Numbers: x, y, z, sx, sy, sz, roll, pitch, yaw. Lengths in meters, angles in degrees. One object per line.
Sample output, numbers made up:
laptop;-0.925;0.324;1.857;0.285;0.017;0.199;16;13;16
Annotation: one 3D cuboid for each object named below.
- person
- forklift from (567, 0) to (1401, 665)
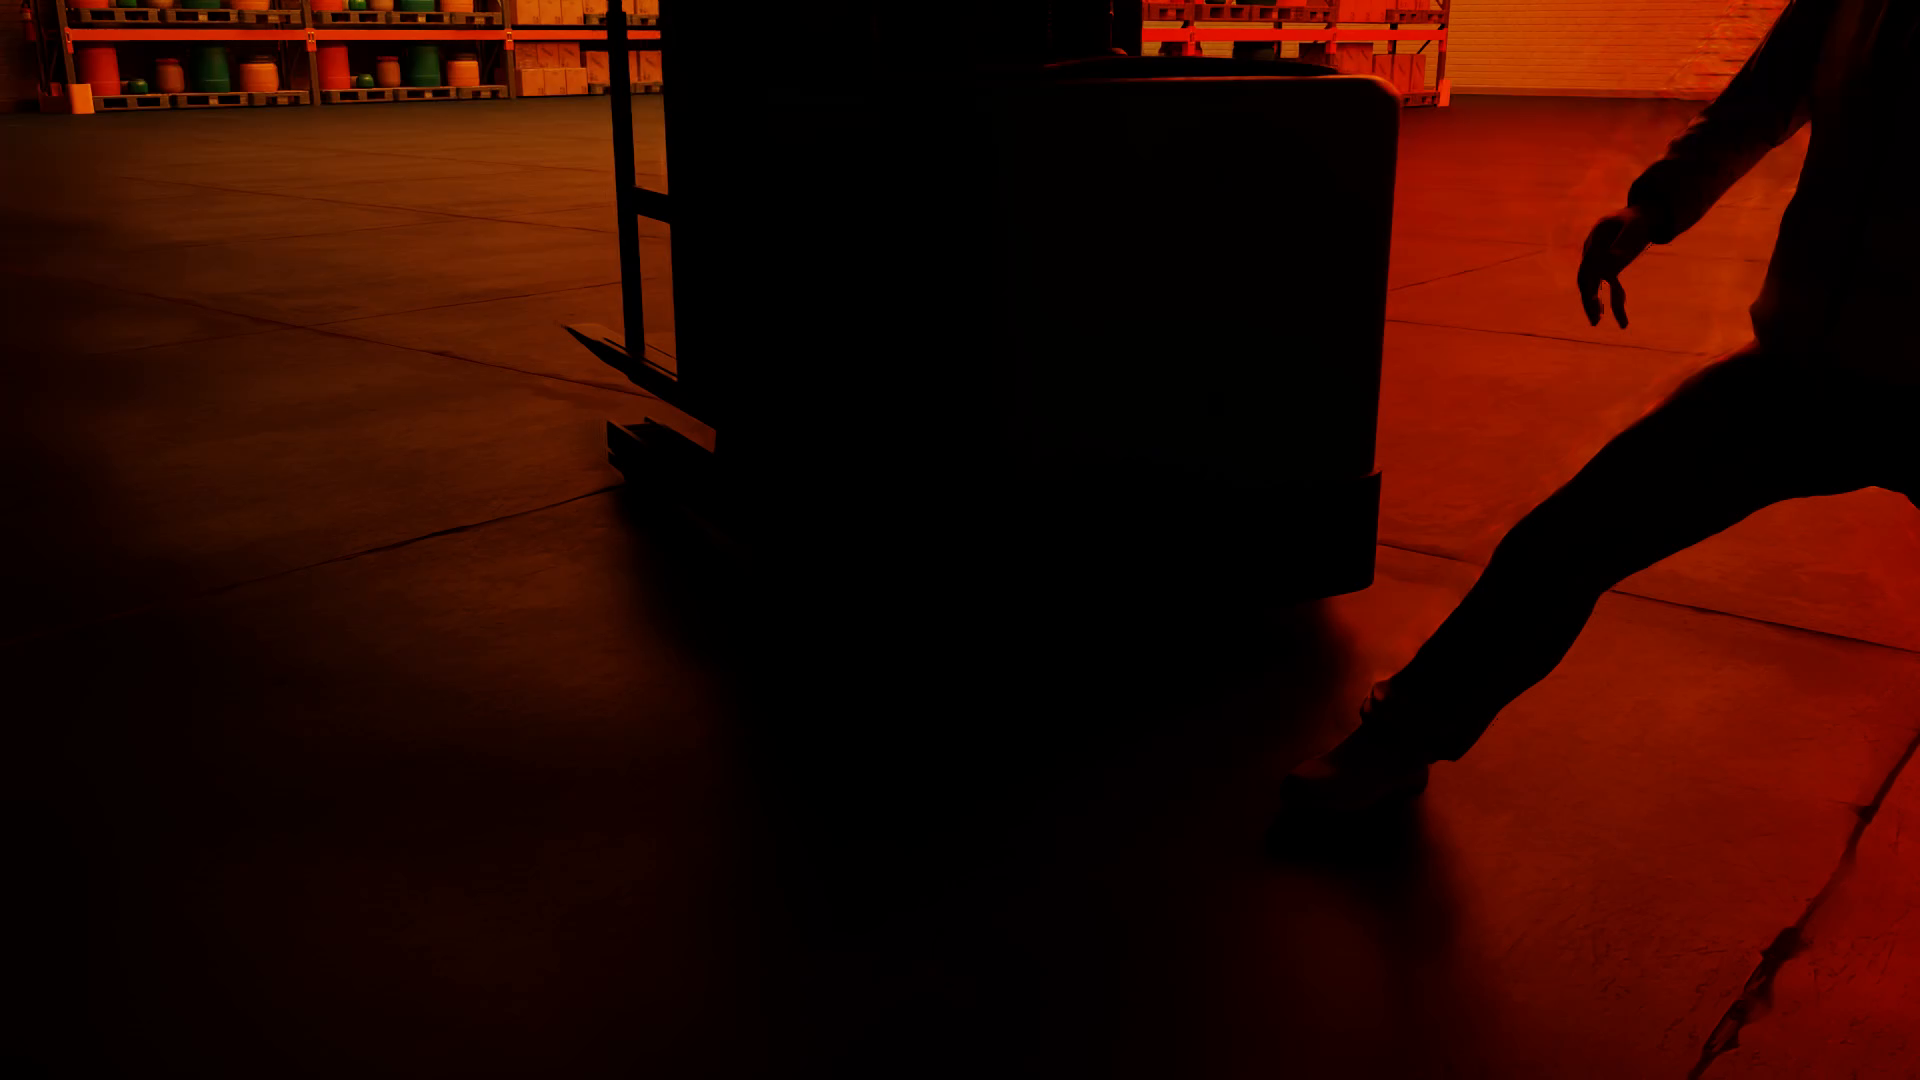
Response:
person;1.118;-0.236;2.013;0.929;1.570;1.225;-7;18;-22
forklift;-0.288;-1.559;4.031;1.130;2.935;3.031;-9;19;-27
